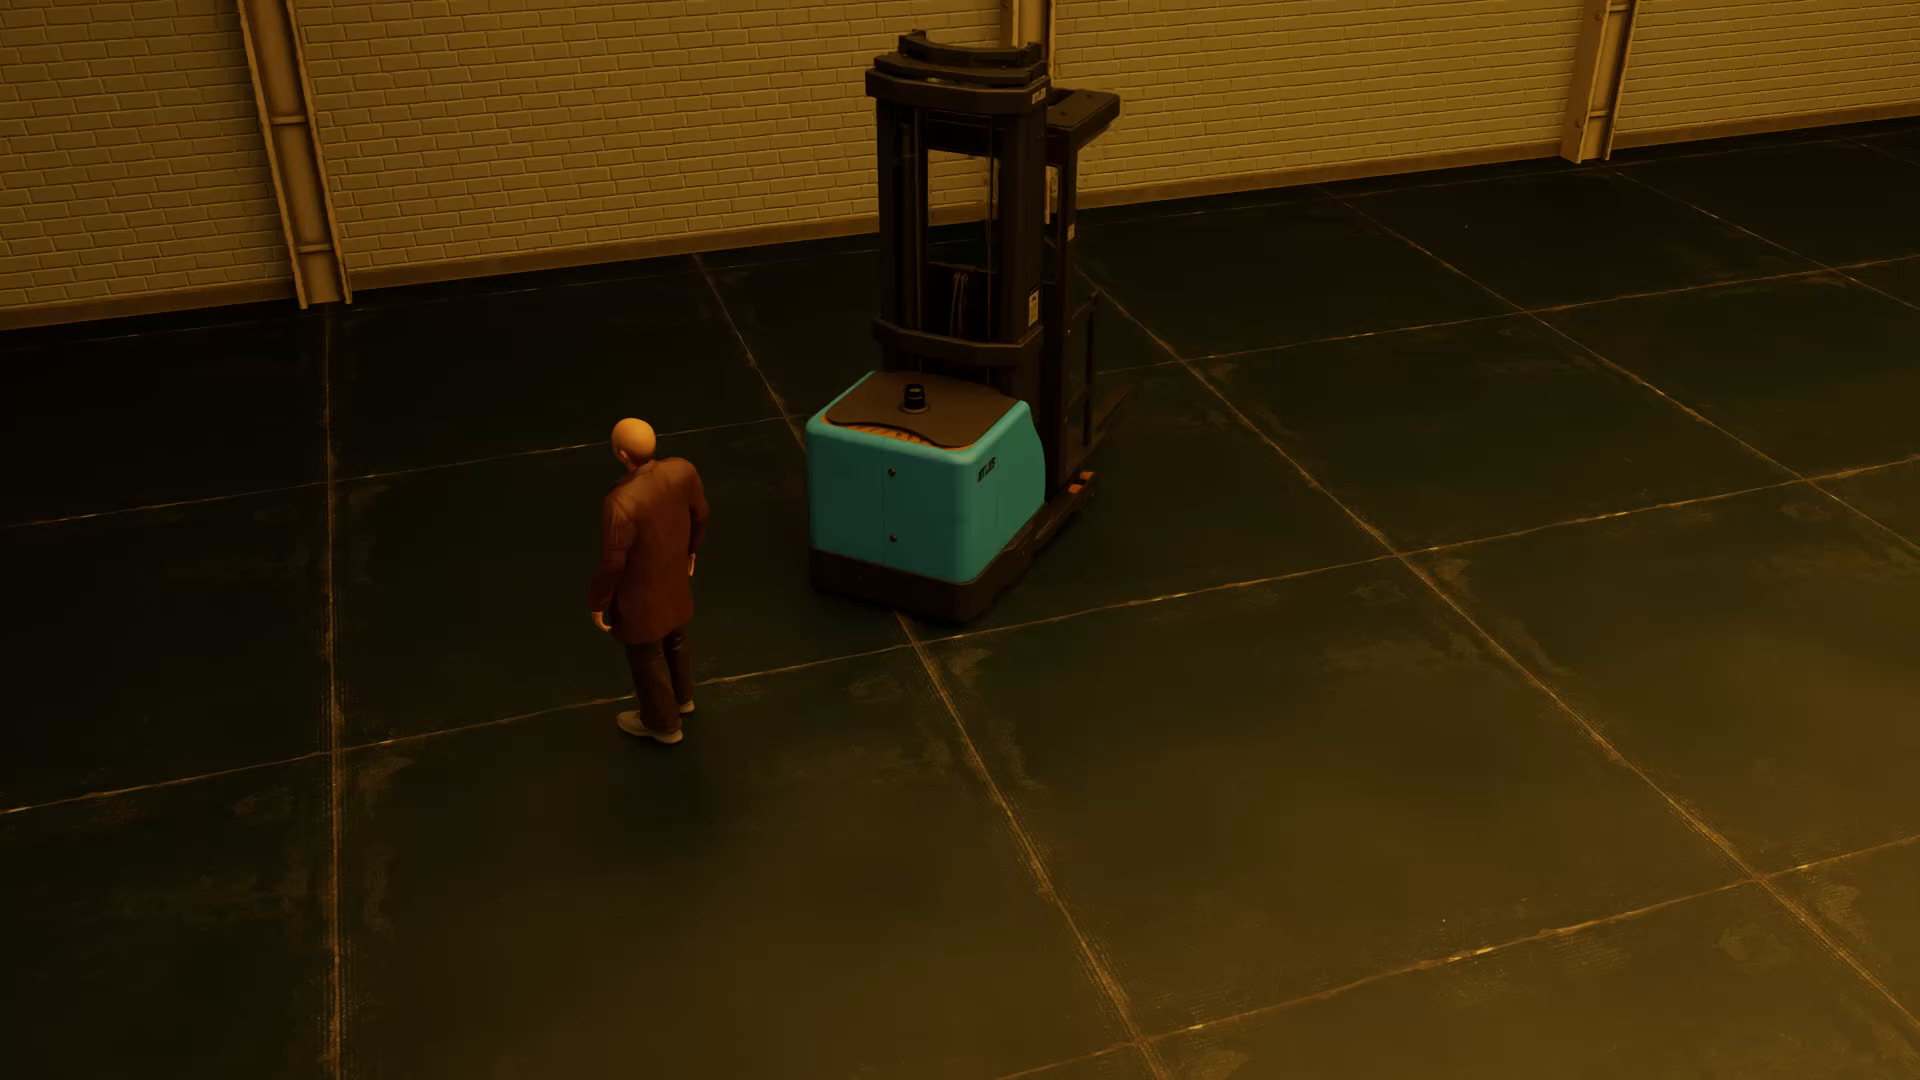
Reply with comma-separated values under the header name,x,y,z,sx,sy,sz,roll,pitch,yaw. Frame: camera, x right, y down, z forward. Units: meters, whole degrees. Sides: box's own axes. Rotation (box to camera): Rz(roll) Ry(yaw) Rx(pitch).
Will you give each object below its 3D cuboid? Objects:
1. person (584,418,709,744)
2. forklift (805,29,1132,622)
name,x,y,z,sx,sy,sz,roll,pitch,yaw
person,-1.554,0.174,7.931,0.582,1.779,0.705,21,36,31
forklift,0.230,-1.537,9.759,1.130,2.935,3.031,13,32,22
